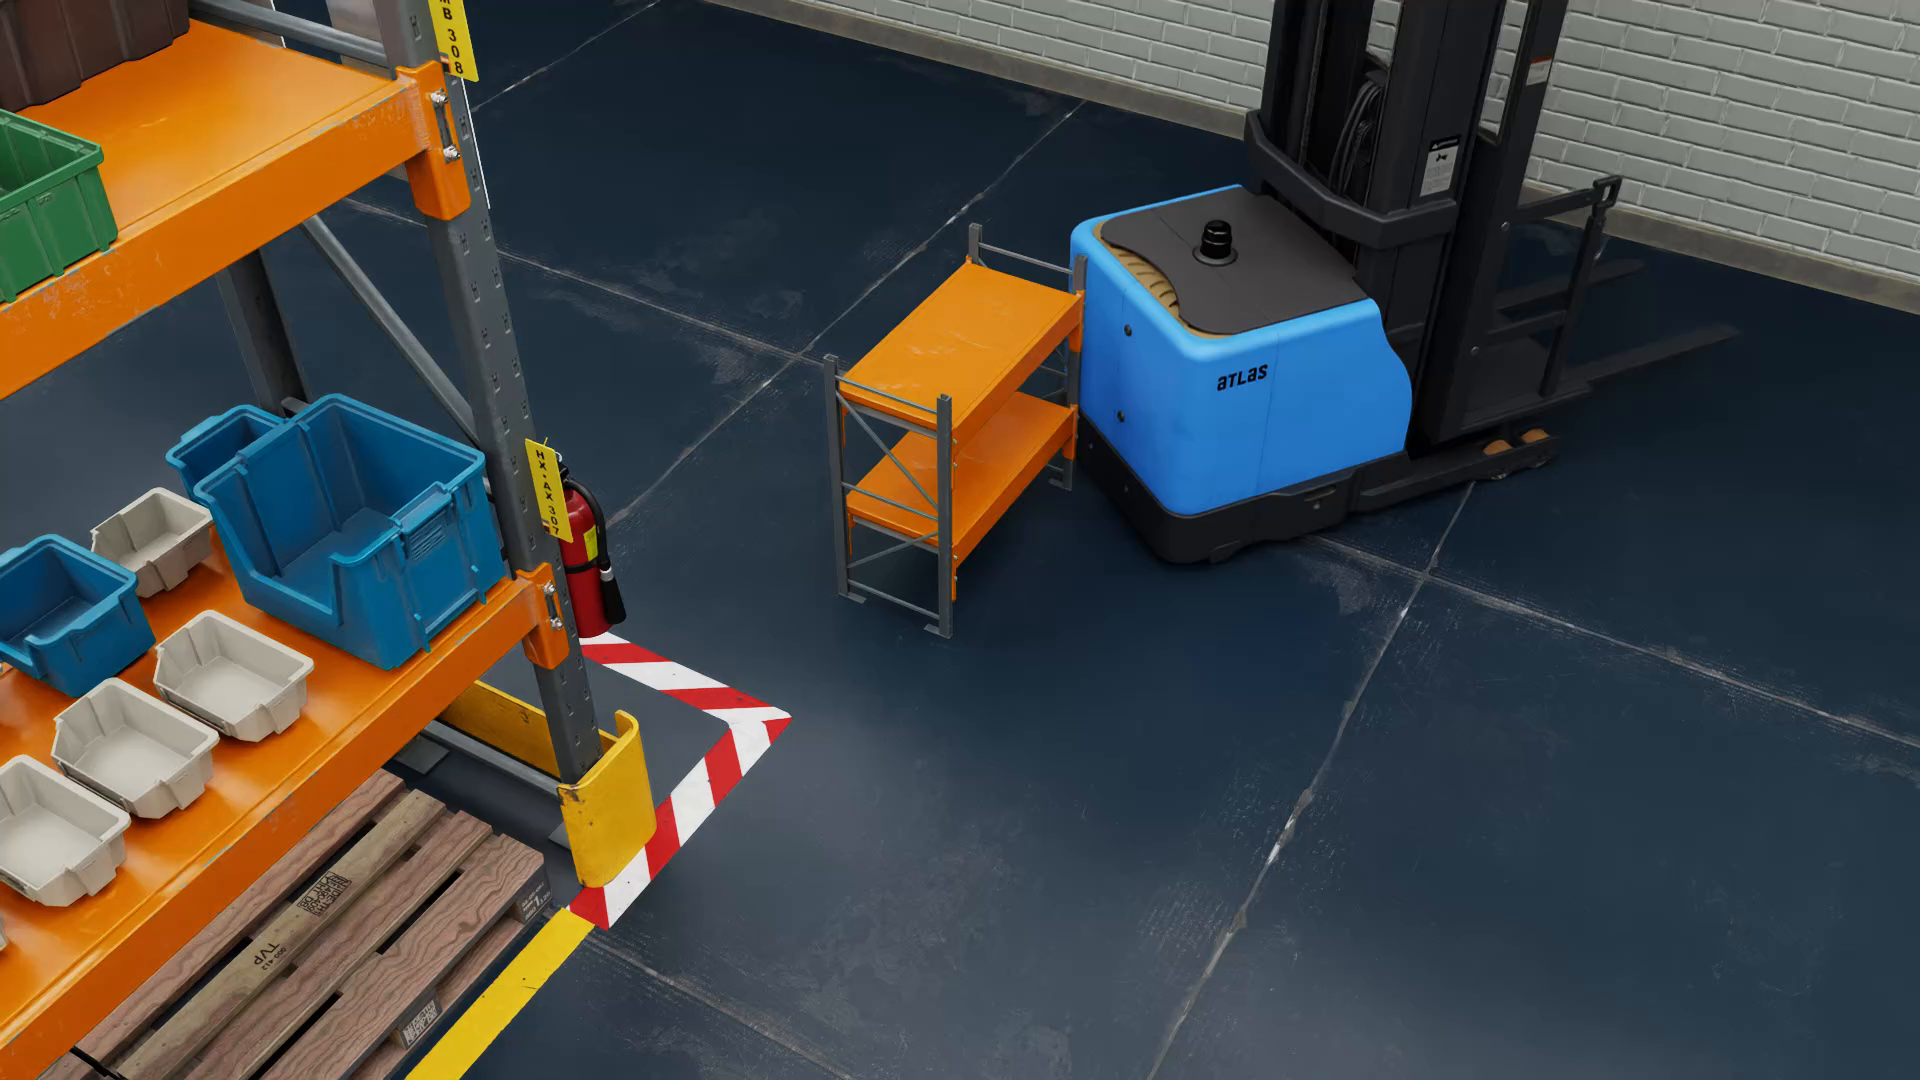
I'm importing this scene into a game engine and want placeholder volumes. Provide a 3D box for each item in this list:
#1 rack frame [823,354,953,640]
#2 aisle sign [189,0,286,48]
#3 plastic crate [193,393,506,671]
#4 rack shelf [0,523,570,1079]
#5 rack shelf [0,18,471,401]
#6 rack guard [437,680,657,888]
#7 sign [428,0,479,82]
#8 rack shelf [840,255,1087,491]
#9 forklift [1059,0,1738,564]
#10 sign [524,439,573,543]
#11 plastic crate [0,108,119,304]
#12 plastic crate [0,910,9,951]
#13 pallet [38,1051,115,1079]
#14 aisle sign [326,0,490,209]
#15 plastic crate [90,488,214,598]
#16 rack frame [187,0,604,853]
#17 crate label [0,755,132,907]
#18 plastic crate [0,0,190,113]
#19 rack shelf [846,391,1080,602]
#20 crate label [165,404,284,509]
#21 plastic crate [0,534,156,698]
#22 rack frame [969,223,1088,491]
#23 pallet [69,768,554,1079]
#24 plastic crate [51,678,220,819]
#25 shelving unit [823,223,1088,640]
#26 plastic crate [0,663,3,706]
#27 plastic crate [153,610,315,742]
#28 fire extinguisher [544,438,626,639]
[{"bbox_3d":[-0.251,-0.135,6.052,0.500,1.125,0.032,21,45,22],"label":"rack frame"},{"bbox_3d":[-1.818,-1.357,4.054,0.394,0.787,0.004,21,45,22],"label":"aisle sign"},{"bbox_3d":[-1.603,-0.024,4.436,0.616,0.435,0.499,21,45,22],"label":"plastic crate"},{"bbox_3d":[-2.598,1.173,3.693,1.077,0.370,4.000,21,45,22],"label":"rack shelf"},{"bbox_3d":[-2.598,0.047,2.702,1.077,0.370,4.000,21,45,22],"label":"rack shelf"},{"bbox_3d":[-1.596,0.678,5.601,1.175,0.500,0.348,21,45,22],"label":"rack guard"},{"bbox_3d":[-1.113,-1.156,3.602,0.100,0.325,0.005,21,45,22],"label":"sign"},{"bbox_3d":[0.003,-0.646,6.189,0.538,0.278,1.000,21,45,22],"label":"rack shelf"},{"bbox_3d":[1.984,-1.657,6.414,3.031,2.935,1.130,-17,44,-18],"label":"forklift"},{"bbox_3d":[-1.113,-0.130,4.505,0.100,0.325,0.005,21,45,22],"label":"sign"},{"bbox_3d":[-1.843,-0.629,3.085,0.450,0.188,0.336,21,45,22],"label":"plastic crate"},{"bbox_3d":[-2.256,0.865,3.652,0.298,0.136,0.250,21,45,22],"label":"plastic crate"},{"bbox_3d":[-2.655,1.959,4.366,1.003,0.211,1.213,21,45,22],"label":"pallet"},{"bbox_3d":[-1.307,-1.162,3.832,0.394,0.787,0.004,21,45,22],"label":"aisle sign"},{"bbox_3d":[-2.238,0.023,4.608,0.250,0.136,0.298,21,45,22],"label":"plastic crate"},{"bbox_3d":[-1.597,-0.242,4.755,1.000,3.000,0.127,21,45,22],"label":"rack frame"},{"bbox_3d":[-2.124,0.690,3.851,0.396,0.136,0.243,21,45,22],"label":"crate label"},{"bbox_3d":[-2.031,-1.190,3.661,0.497,0.269,0.590,21,45,22],"label":"plastic crate"},{"bbox_3d":[0.003,-0.243,6.544,0.538,0.278,1.000,21,45,22],"label":"rack shelf"},{"bbox_3d":[-2.006,-0.169,4.754,0.416,0.233,0.303,21,45,22],"label":"crate label"},{"bbox_3d":[-2.335,0.208,4.326,0.416,0.233,0.300,21,45,22],"label":"plastic crate"},{"bbox_3d":[0.258,-0.717,6.713,0.500,1.125,0.032,21,45,22],"label":"rack frame"},{"bbox_3d":[-2.043,1.264,5.155,1.003,0.211,1.213,21,45,22],"label":"pallet"},{"bbox_3d":[-2.006,0.522,4.041,0.396,0.136,0.243,21,45,22],"label":"plastic crate"},{"bbox_3d":[0.003,-0.426,6.383,0.538,1.125,1.048,21,45,22],"label":"shelving unit"},{"bbox_3d":[-2.577,0.411,4.167,0.250,0.136,0.298,21,45,22],"label":"plastic crate"},{"bbox_3d":[-1.848,0.361,4.224,0.396,0.136,0.243,21,45,22],"label":"plastic crate"},{"bbox_3d":[-1.128,-0.009,4.831,0.296,0.674,0.183,21,45,22],"label":"fire extinguisher"}]
